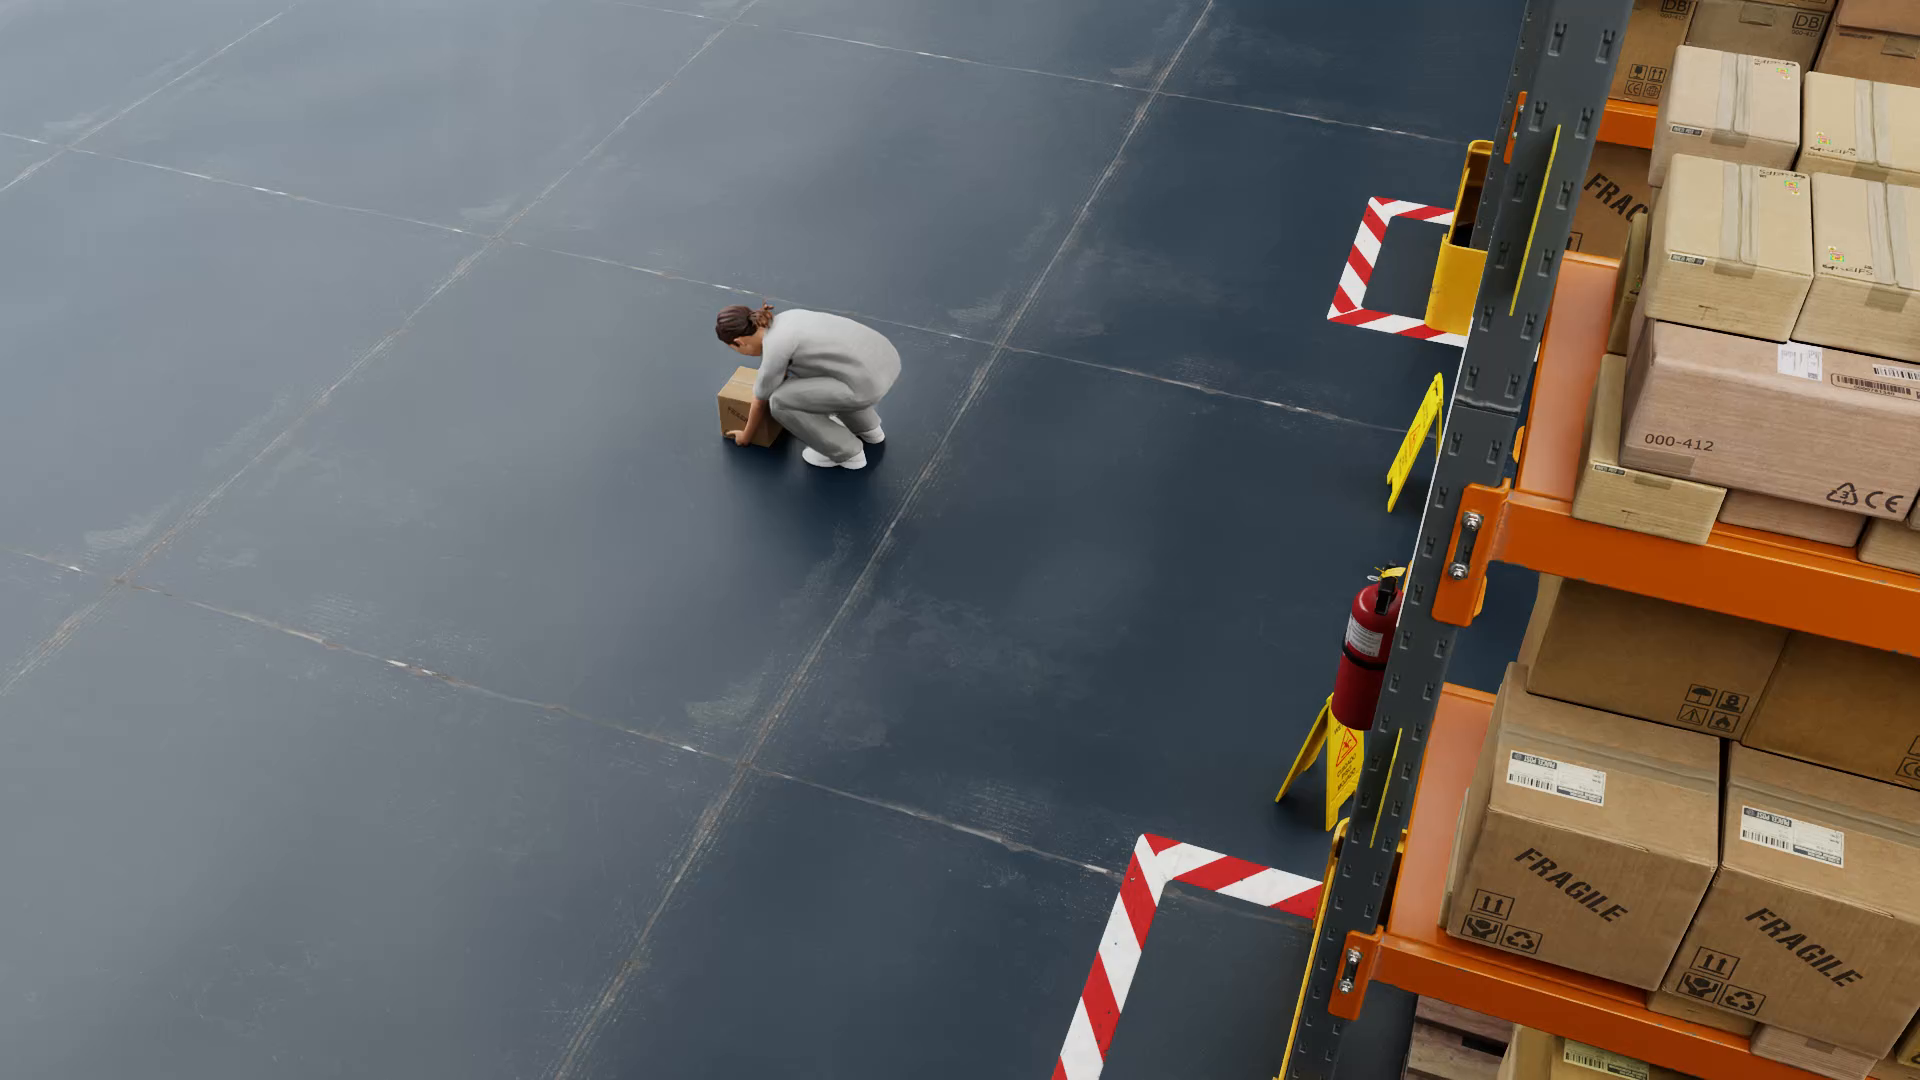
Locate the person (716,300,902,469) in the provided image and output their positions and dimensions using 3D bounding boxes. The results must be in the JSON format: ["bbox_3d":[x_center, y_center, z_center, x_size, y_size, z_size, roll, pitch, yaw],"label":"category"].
[{"bbox_3d":[-0.699,-0.742,7.706,0.858,0.768,0.458,13,43,14],"label":"person"}]
